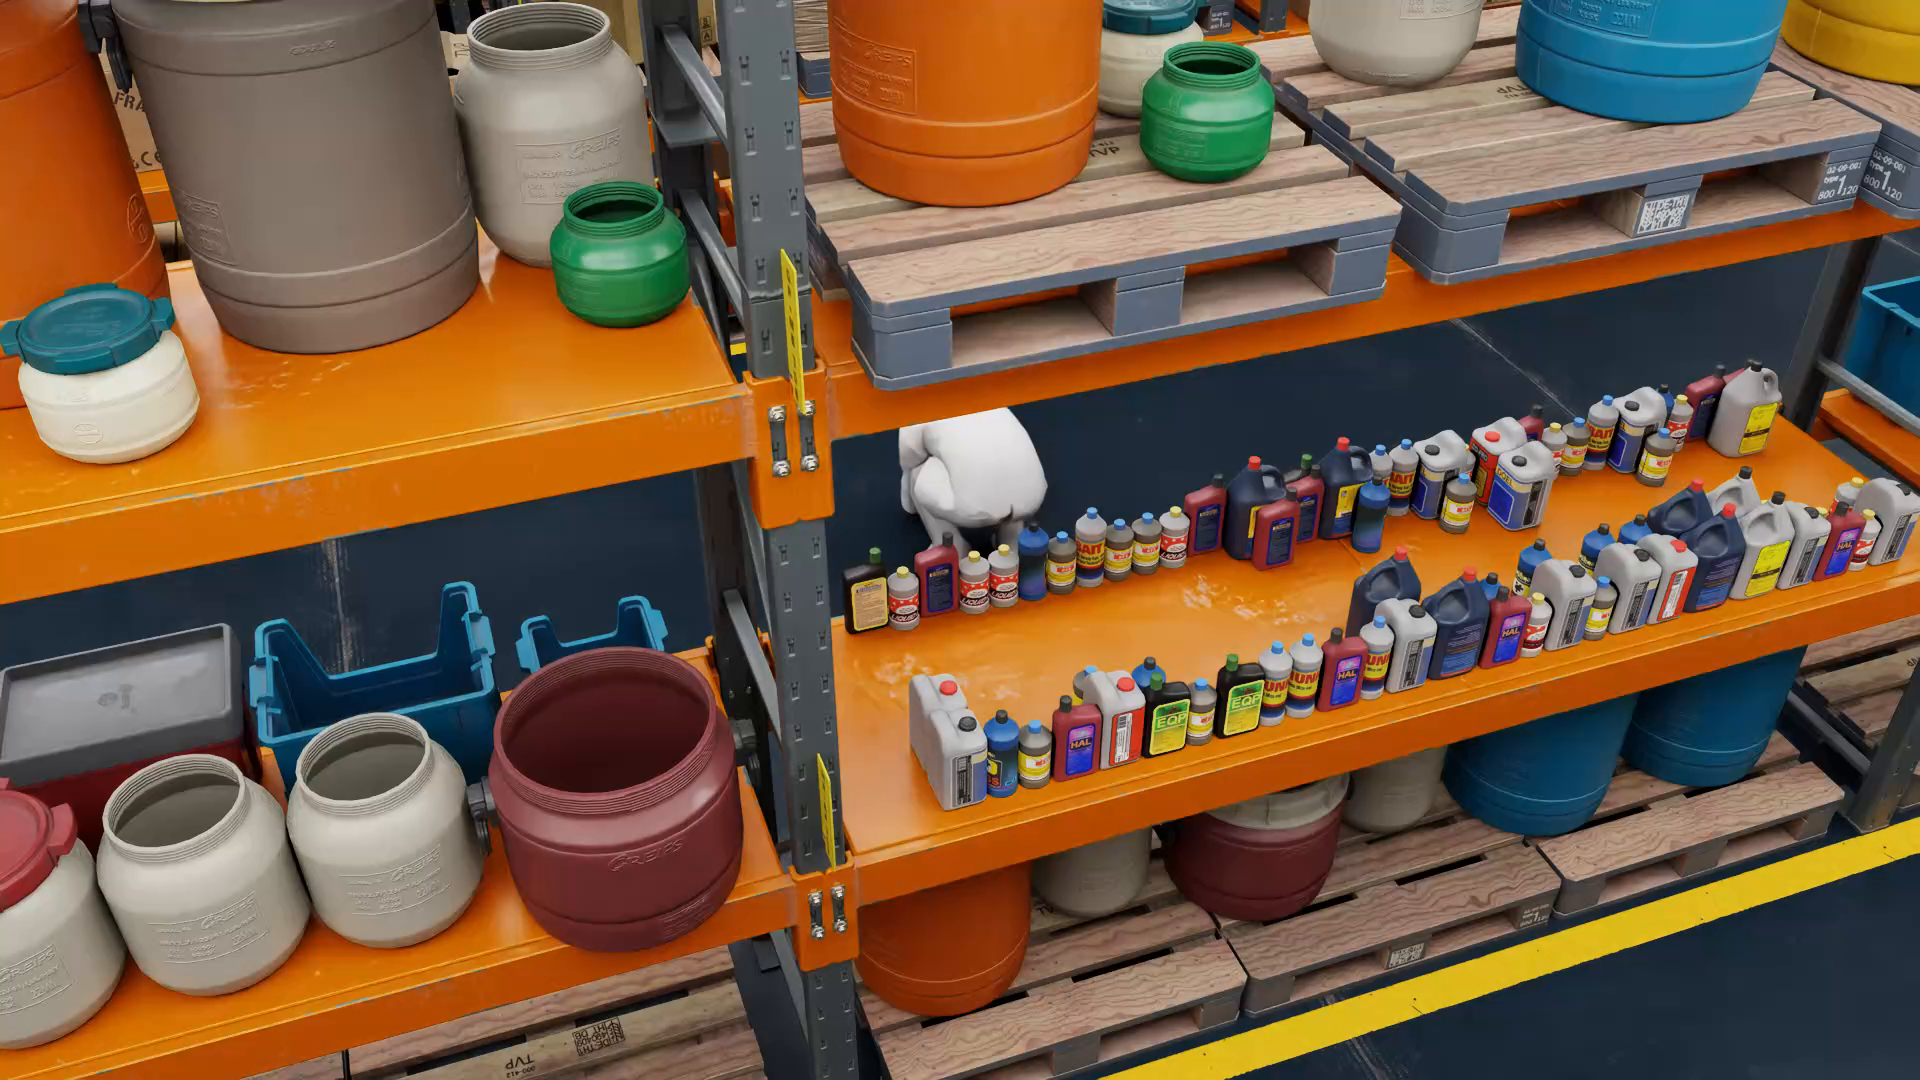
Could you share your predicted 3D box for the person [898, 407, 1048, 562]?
[{"bbox_3d":[0.038,-0.268,7.348,0.577,0.810,0.946,-13,39,-17],"label":"person"}]
